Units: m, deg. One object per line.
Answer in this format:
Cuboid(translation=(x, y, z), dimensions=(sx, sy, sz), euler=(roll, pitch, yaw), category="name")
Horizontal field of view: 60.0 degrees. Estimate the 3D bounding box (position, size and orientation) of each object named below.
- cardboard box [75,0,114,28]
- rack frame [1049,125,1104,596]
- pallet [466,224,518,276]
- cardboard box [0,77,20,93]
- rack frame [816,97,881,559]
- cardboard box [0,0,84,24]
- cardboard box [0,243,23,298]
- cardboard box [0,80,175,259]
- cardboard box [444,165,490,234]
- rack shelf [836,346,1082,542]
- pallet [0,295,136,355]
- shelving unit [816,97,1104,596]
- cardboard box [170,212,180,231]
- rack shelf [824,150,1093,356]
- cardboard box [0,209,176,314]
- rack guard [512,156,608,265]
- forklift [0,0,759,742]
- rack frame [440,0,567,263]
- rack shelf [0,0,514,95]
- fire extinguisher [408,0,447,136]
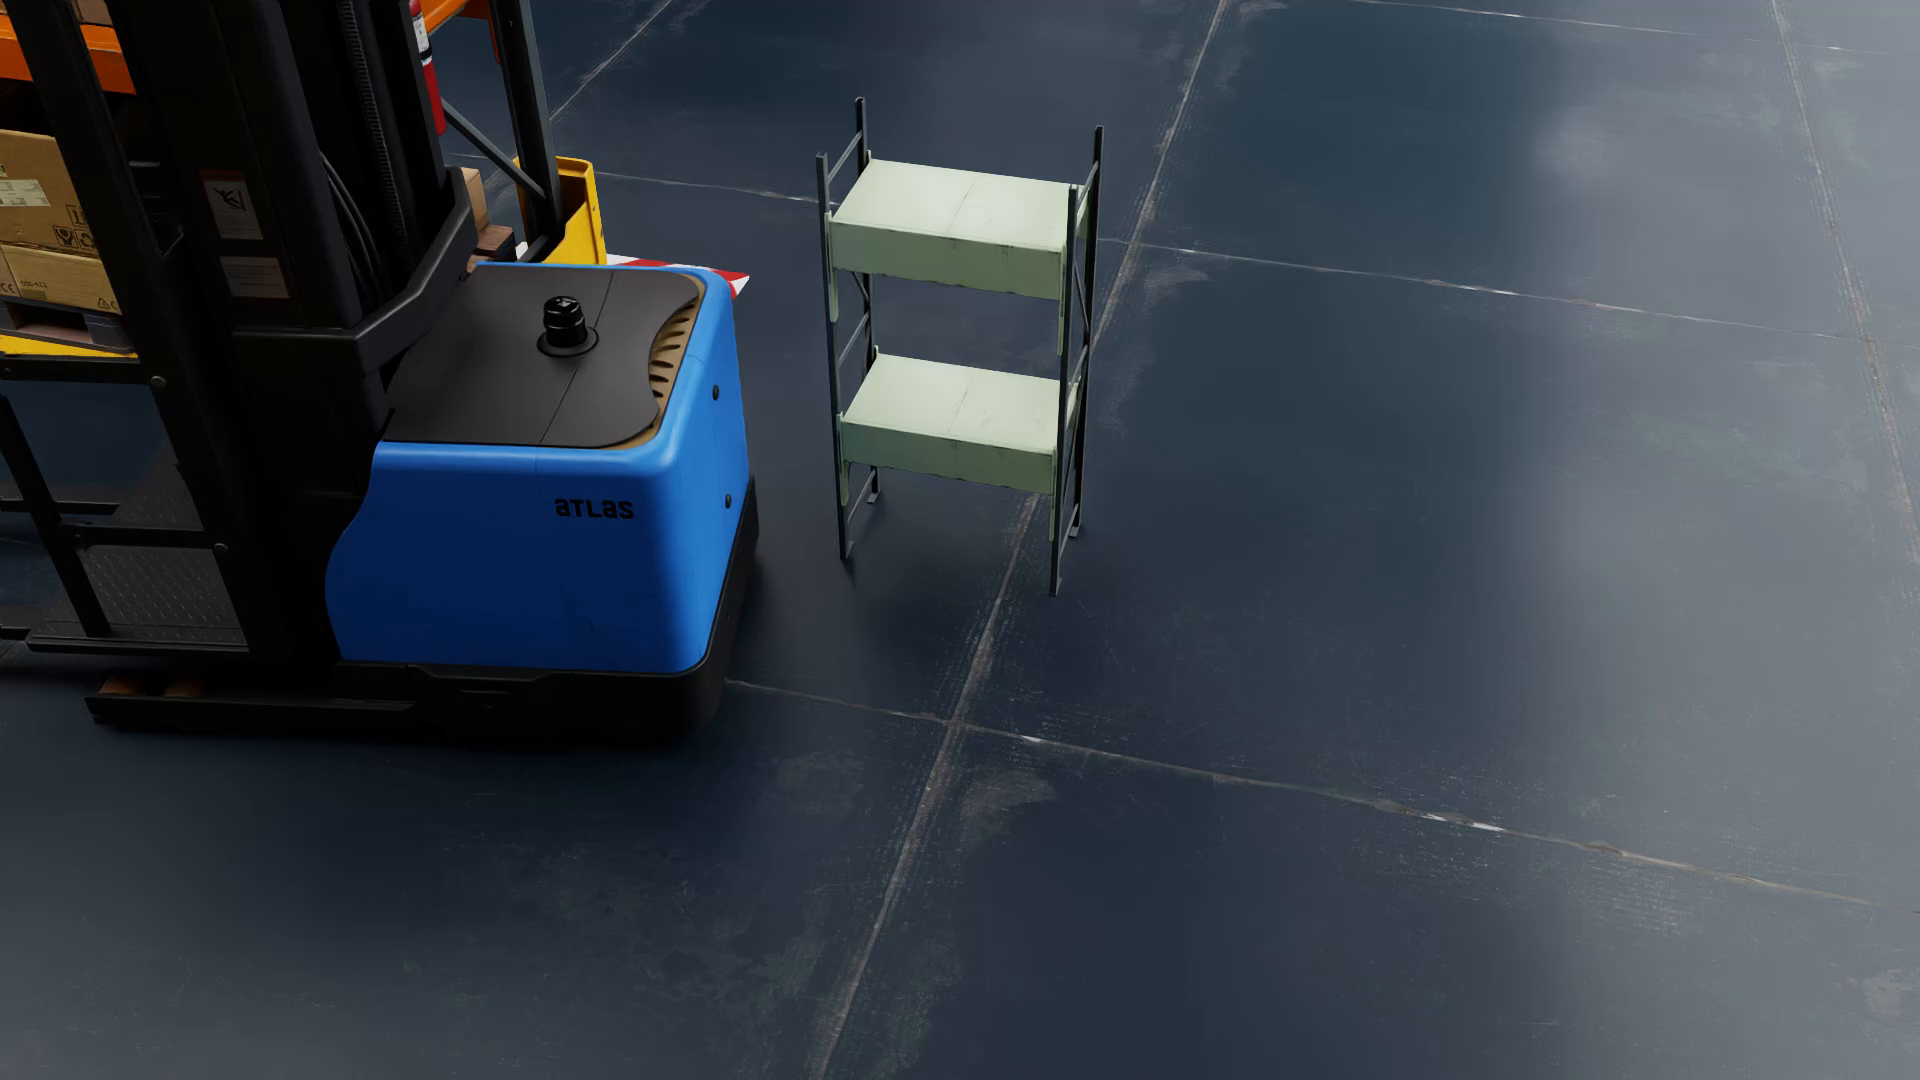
Cuboid(translation=(-2.782, -2.194, 5.952), dimensions=(0.500, 0.500, 0.700), euler=(11, 41, 13), category="cardboard box")
Cuboid(translation=(0.360, -0.512, 5.194), dimensions=(0.023, 1.500, 0.400), euler=(10, 41, 11), category="rack frame")
Cuboid(translation=(-2.576, -1.019, 6.799), dimensions=(1.213, 0.211, 1.003), euler=(10, 41, 11), category="pallet")
Cuboid(translation=(-3.874, -1.526, 6.463), dimensions=(0.500, 0.500, 0.500), euler=(10, 41, 11), category="cardboard box")
Cuboid(translation=(-0.347, -0.634, 5.339), dimensions=(0.023, 1.500, 0.400), euler=(10, 41, 11), category="rack frame")
Cuboid(translation=(-3.260, -2.280, 6.055), dimensions=(0.500, 0.500, 0.700), euler=(10, 41, 12), category="cardboard box")
Cuboid(translation=(-3.873, -1.241, 6.707), dimensions=(0.500, 0.250, 0.500), euler=(10, 41, 11), category="cardboard box")
Cuboid(translation=(-3.391, -1.442, 6.364), dimensions=(0.500, 0.500, 0.500), euler=(10, 41, 11), category="cardboard box")
Cuboid(translation=(-2.287, -1.321, 6.802), dimensions=(0.500, 0.250, 0.500), euler=(10, 41, 11), category="cardboard box")
Cuboid(translation=(0.006, -0.324, 5.476), dimensions=(0.720, 0.370, 0.431), euler=(10, 41, 11), category="rack shelf")
Cuboid(translation=(-3.750, -1.223, 7.043), dimensions=(1.213, 0.211, 1.003), euler=(10, 41, 11), category="pallet")
Cuboid(translation=(0.006, -0.573, 5.266), dimensions=(0.755, 1.500, 0.431), euler=(10, 41, 11), category="shelving unit")
Cuboid(translation=(-2.907, -1.075, 6.509), dimensions=(0.500, 0.250, 0.500), euler=(10, 41, 11), category="cardboard box")
Cuboid(translation=(0.006, -0.872, 5.015), dimensions=(0.720, 0.370, 0.431), euler=(10, 41, 11), category="rack shelf")
Cuboid(translation=(-3.390, -1.157, 6.607), dimensions=(0.500, 0.250, 0.500), euler=(10, 41, 11), category="cardboard box")
Cuboid(translation=(-1.803, -1.025, 6.582), dimensions=(0.348, 0.500, 1.175), euler=(10, 41, 11), category="rack guard")
Cuboid(translation=(-2.222, -0.879, 4.518), dimensions=(3.031, 2.935, 1.130), euler=(2, 40, 3), category="forklift")
Cuboid(translation=(-1.826, -1.986, 5.782), dimensions=(0.127, 3.000, 1.000), euler=(10, 41, 11), category="rack frame")
Cuboid(translation=(-3.758, -2.043, 6.410), dimensions=(4.000, 0.370, 1.077), euler=(10, 41, 11), category="rack shelf")
Cuboid(translation=(-1.832, -1.648, 5.440), dimensions=(0.183, 0.674, 0.296), euler=(10, 41, 11), category="fire extinguisher")
